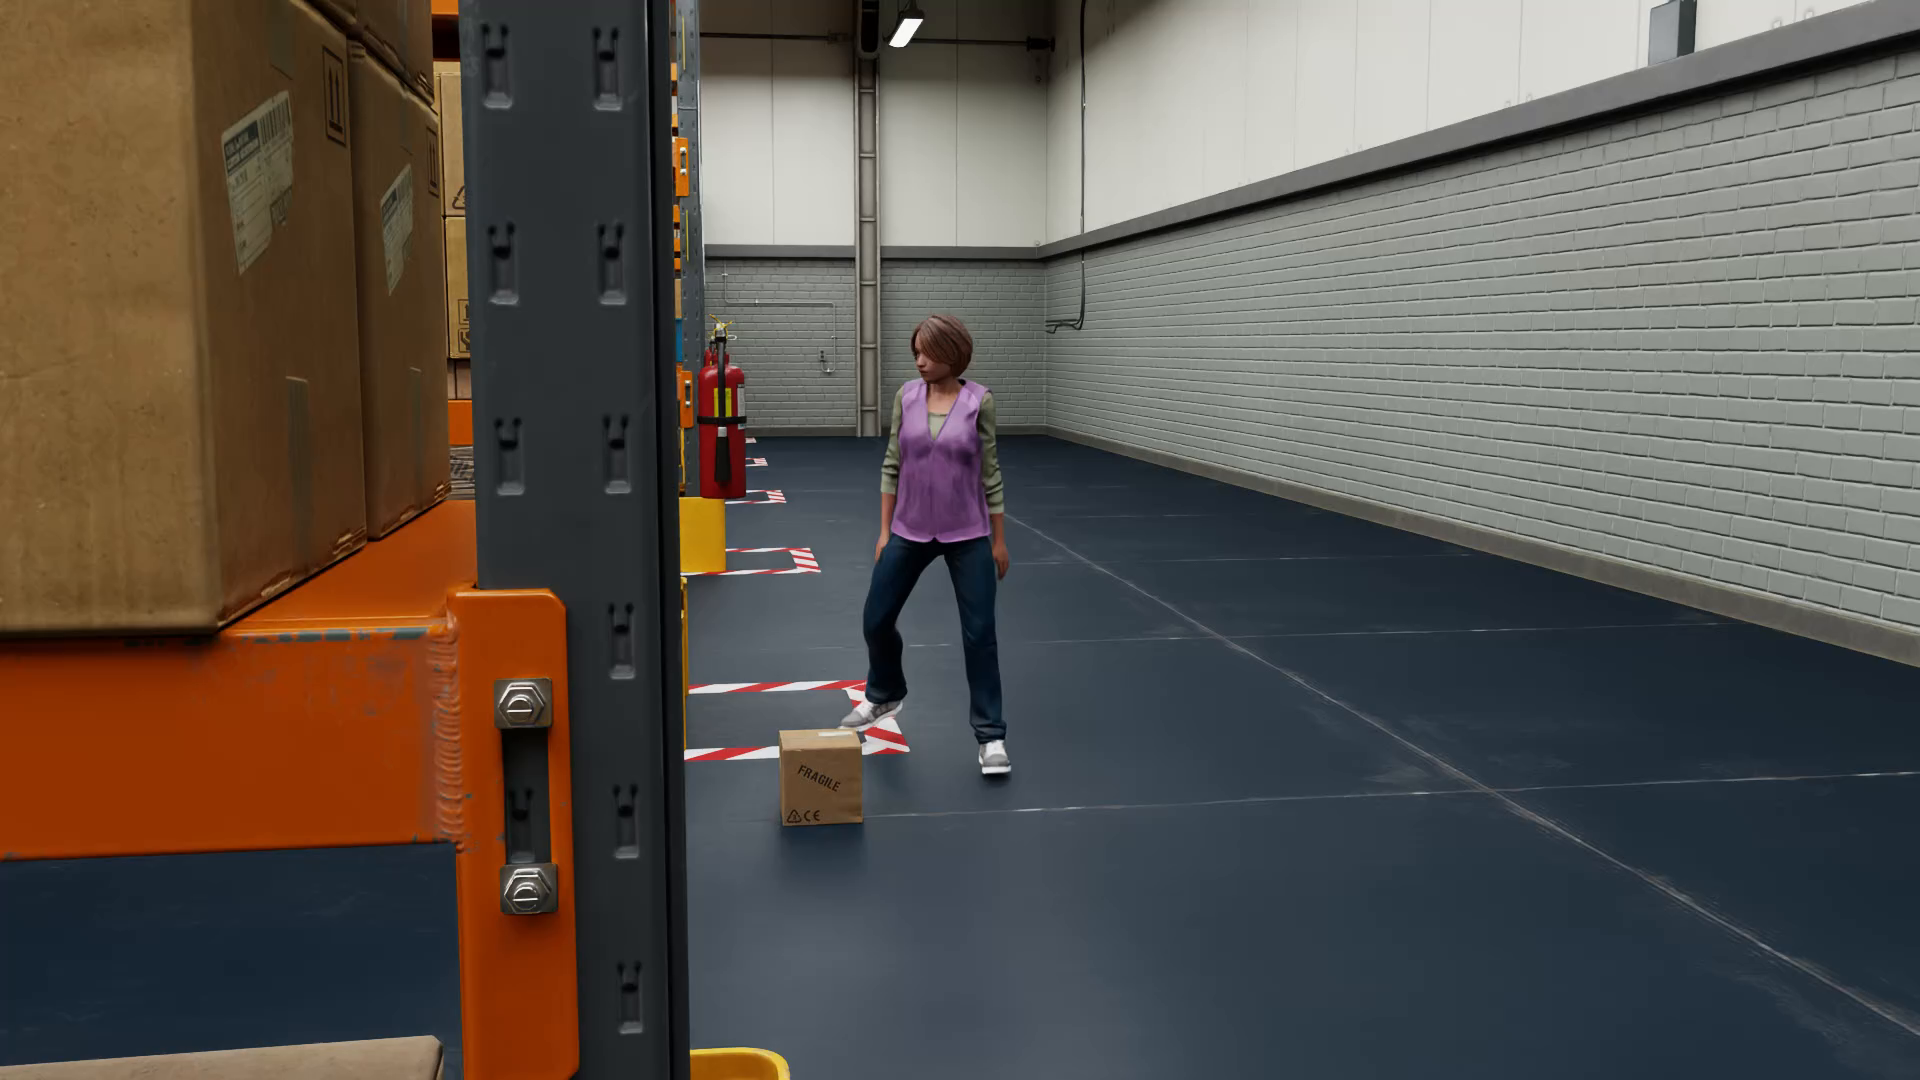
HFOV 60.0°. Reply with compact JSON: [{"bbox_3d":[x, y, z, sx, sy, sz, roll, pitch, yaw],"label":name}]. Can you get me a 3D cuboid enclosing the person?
[{"bbox_3d":[-0.126,0.020,5.914,0.670,1.543,0.522,1,7,9],"label":"person"}]
